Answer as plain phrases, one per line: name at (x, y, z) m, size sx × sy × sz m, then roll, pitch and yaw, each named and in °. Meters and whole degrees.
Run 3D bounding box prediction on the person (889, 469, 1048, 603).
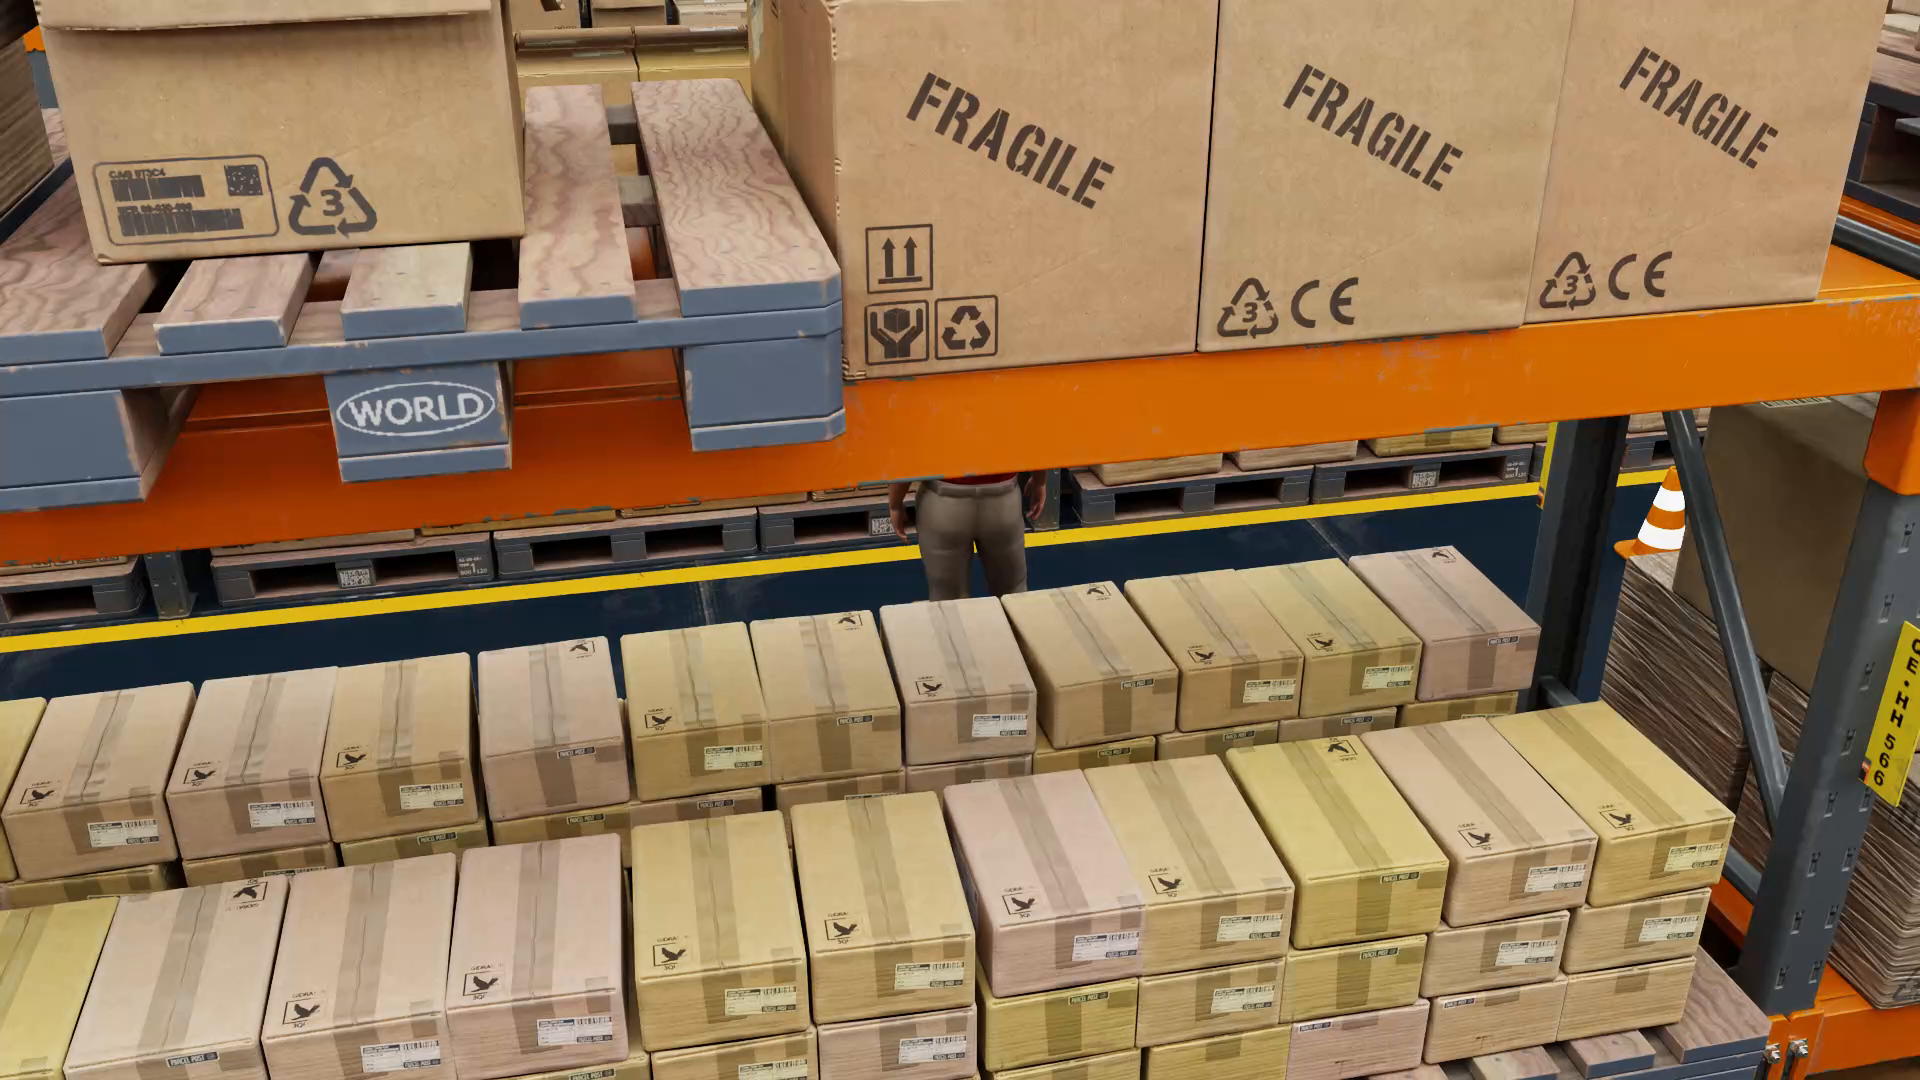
person at (0.022, -0.170, 6.454) m, size 0.642 × 1.728 × 0.550 m, roll -6°, pitch 27°, yaw -12°
